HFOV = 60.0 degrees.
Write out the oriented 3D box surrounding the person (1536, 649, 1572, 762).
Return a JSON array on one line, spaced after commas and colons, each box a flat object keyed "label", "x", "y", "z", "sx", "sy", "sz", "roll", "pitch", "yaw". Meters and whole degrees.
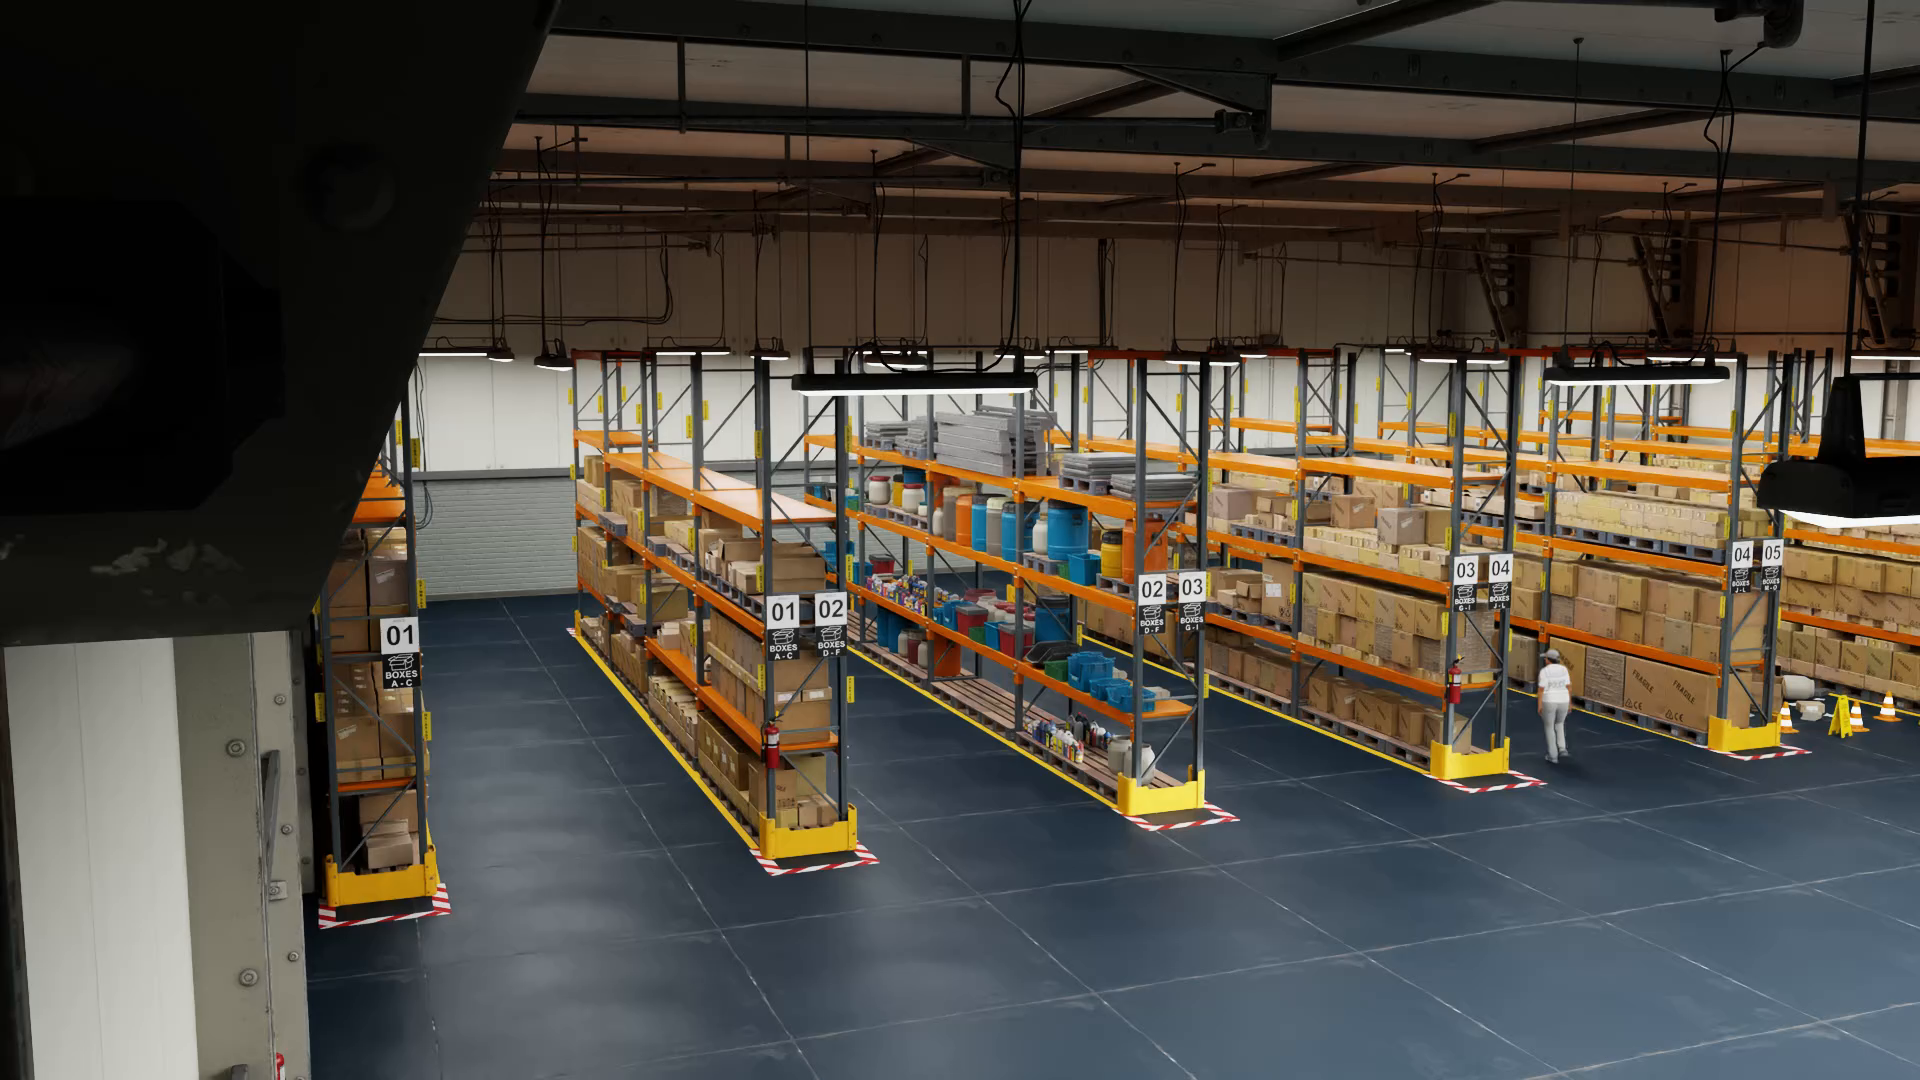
[{"label": "person", "x": 8.804, "y": 2.442, "z": 24.666, "sx": 0.520, "sy": 1.649, "sz": 0.484, "roll": 0, "pitch": 7, "yaw": -2}]
